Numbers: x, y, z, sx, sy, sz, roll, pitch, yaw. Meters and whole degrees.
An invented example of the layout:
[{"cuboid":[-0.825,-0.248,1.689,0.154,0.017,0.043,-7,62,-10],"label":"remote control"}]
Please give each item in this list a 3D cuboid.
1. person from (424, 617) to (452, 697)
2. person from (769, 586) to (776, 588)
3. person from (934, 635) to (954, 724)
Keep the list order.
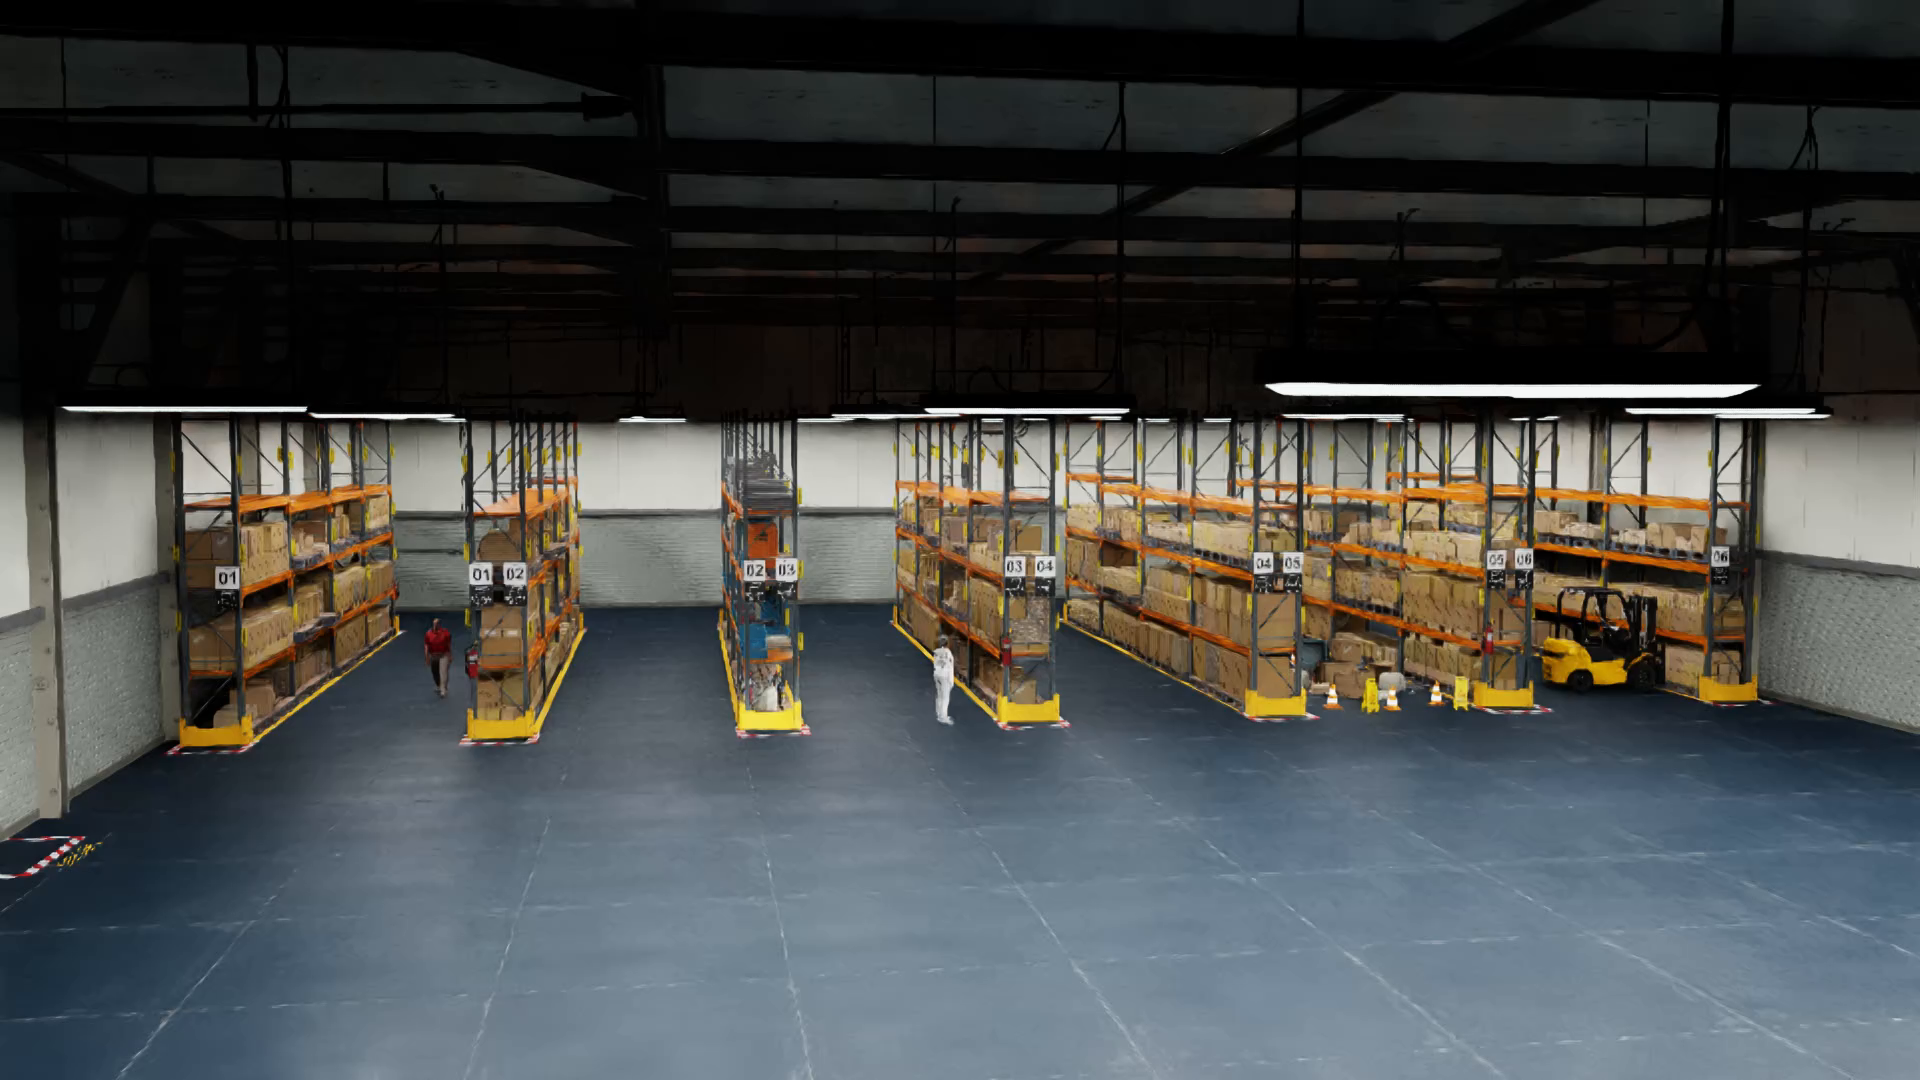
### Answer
[{"cuboid":[-10.993,2.443,34.994,0.542,1.645,1.126,-1,4,-7],"label":"person"},{"cuboid":[-5.586,1.460,49.686,0.482,1.565,1.090,-1,4,-11],"label":"person"},{"cuboid":[-0.284,2.652,31.852,0.416,1.677,0.537,-3,5,-40],"label":"person"}]
